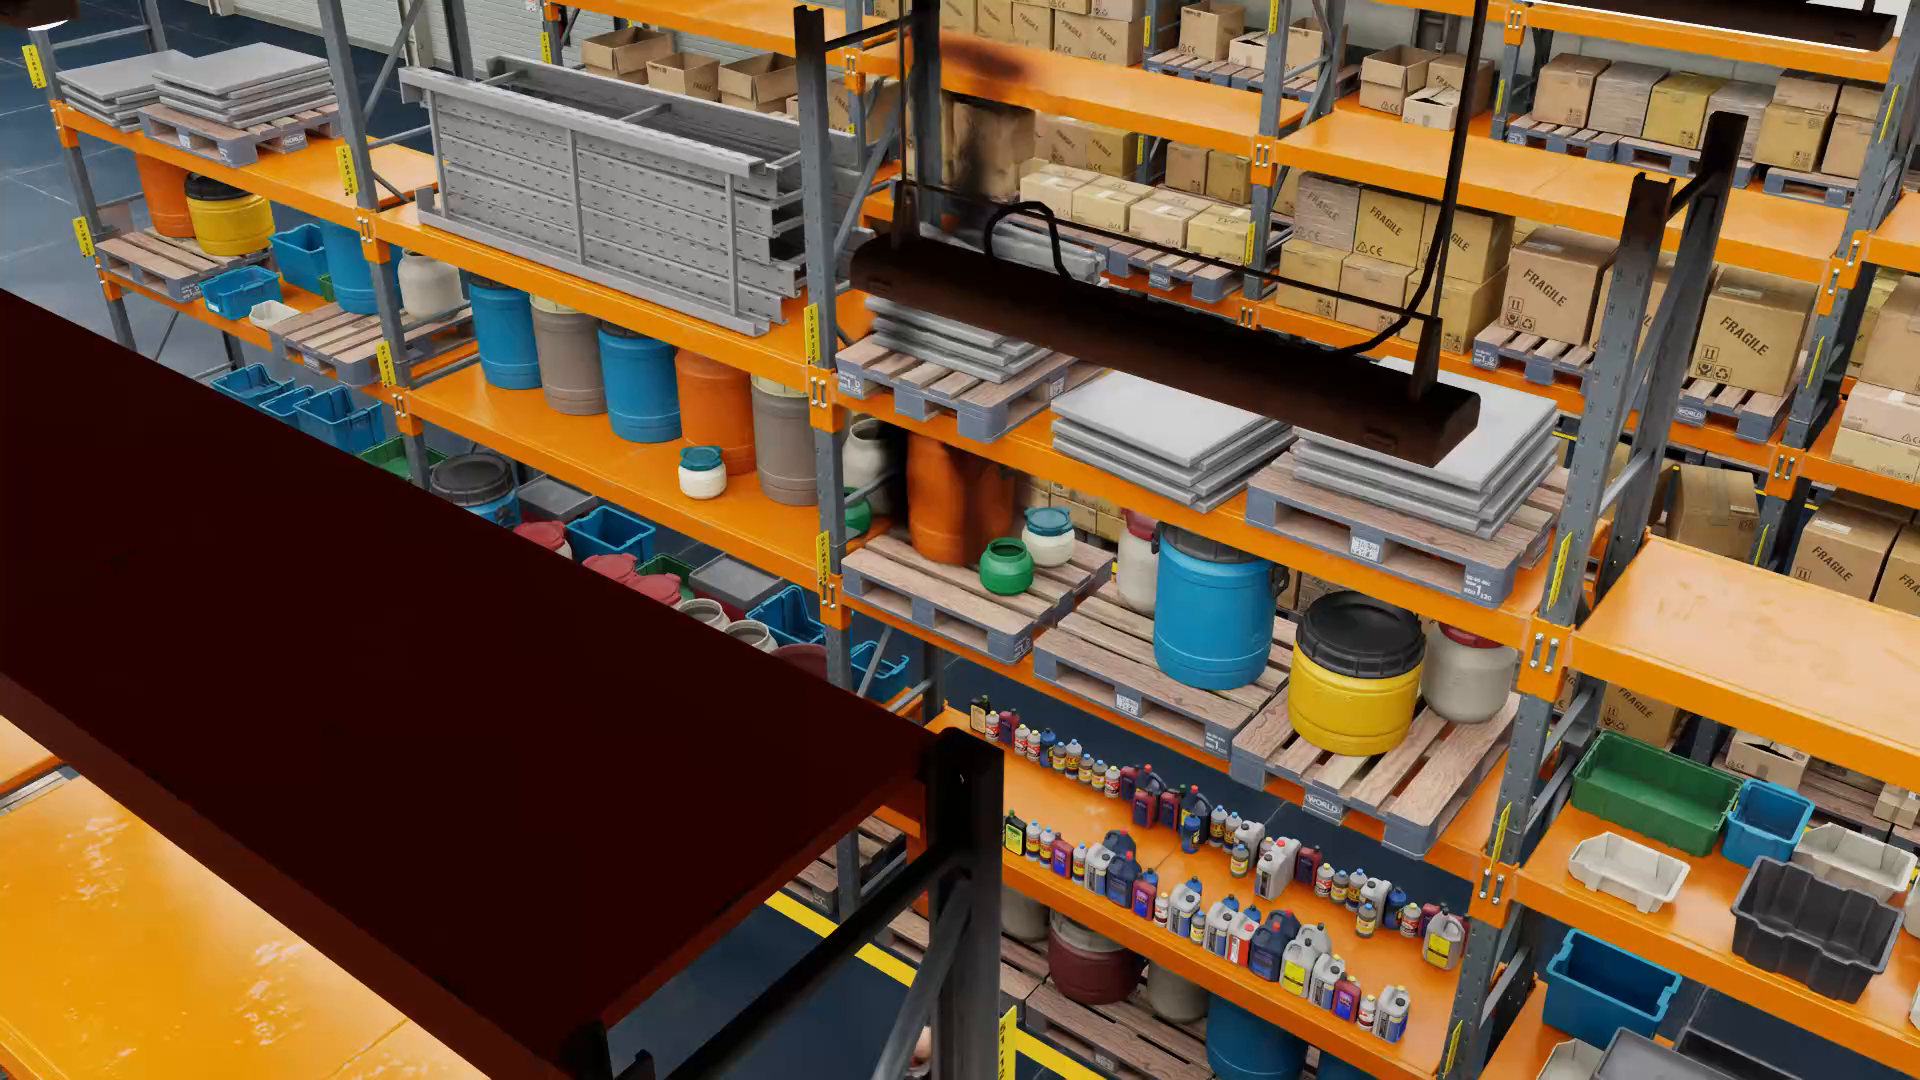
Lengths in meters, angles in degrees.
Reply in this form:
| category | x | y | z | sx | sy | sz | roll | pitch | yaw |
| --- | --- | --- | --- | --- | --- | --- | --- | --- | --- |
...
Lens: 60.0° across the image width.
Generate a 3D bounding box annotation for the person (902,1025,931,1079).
| category | x | y | z | sx | sy | sz | roll | pitch | yaw |
| --- | --- | --- | --- | --- | --- | --- | --- | --- | --- |
| person | -0.223 | 3.108 | 8.567 | 0.585 | 1.680 | 0.661 | 14 | 34 | 21 |
